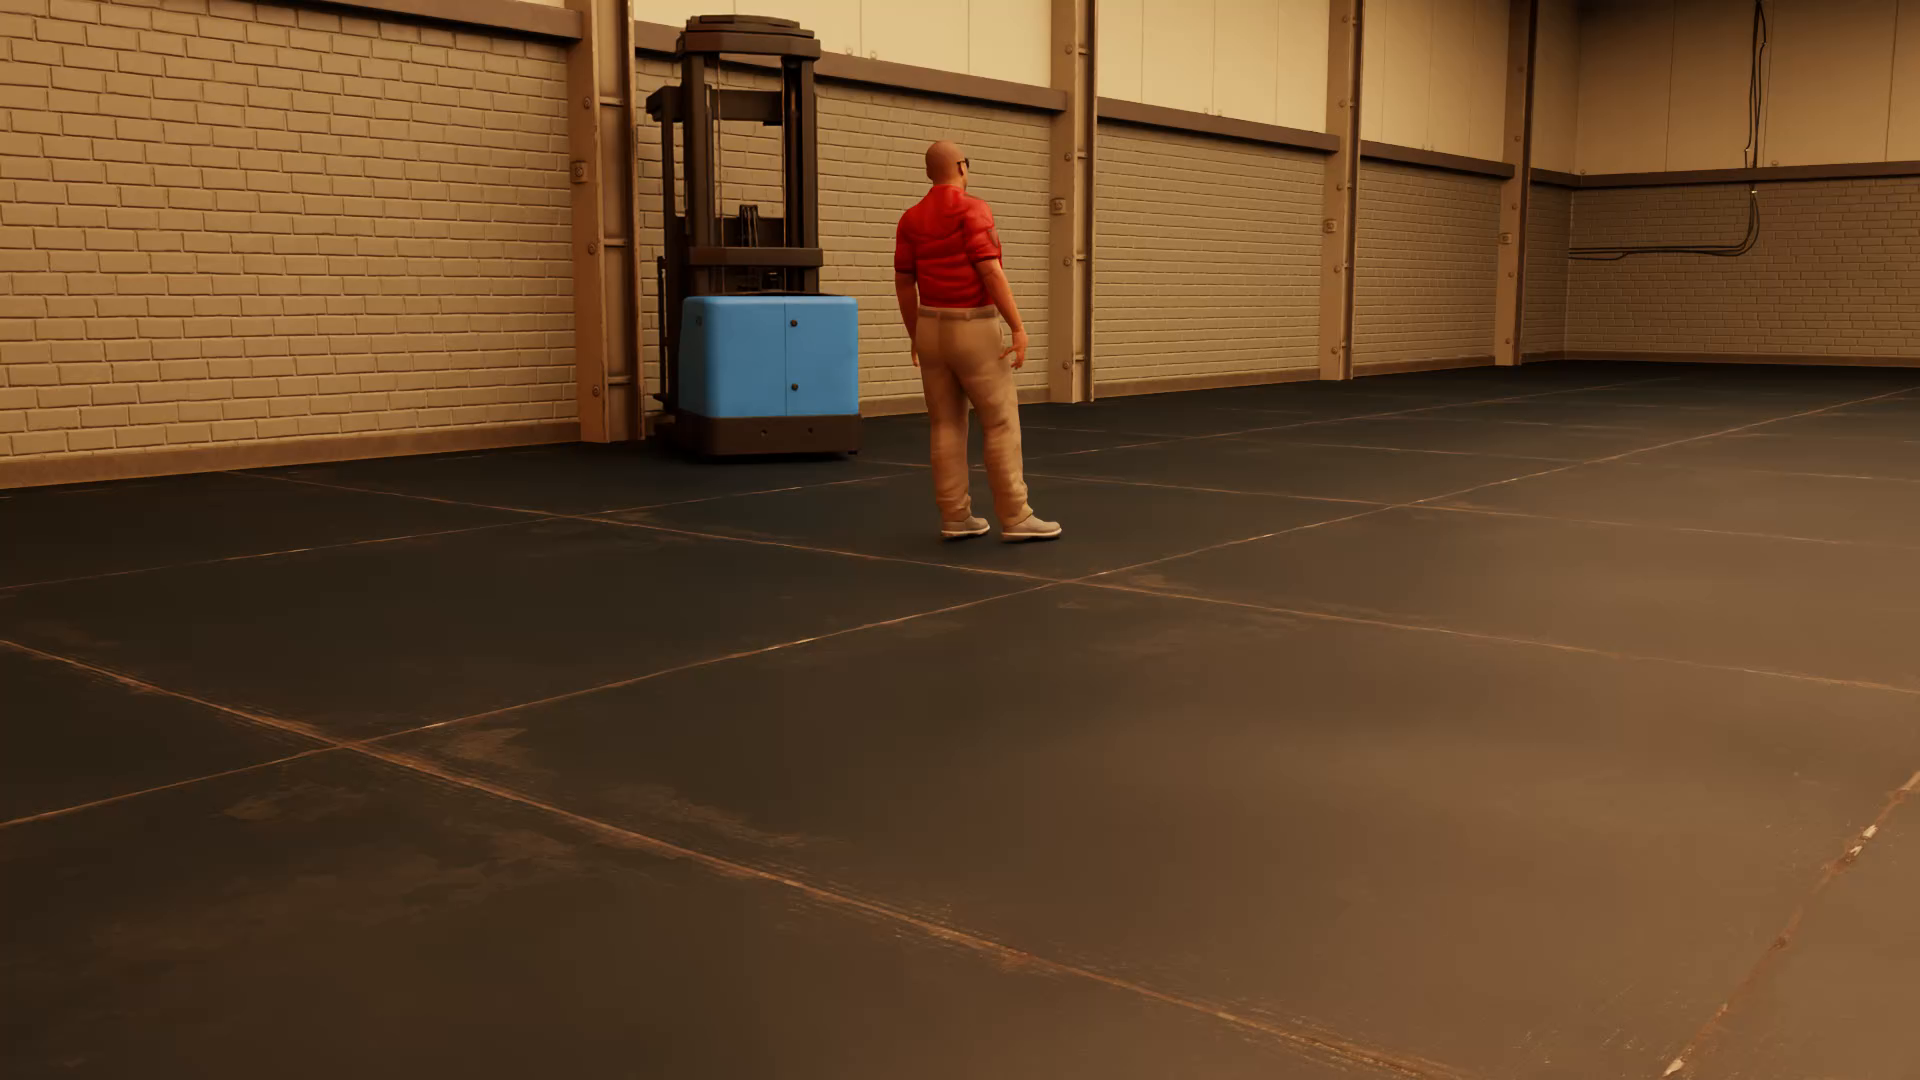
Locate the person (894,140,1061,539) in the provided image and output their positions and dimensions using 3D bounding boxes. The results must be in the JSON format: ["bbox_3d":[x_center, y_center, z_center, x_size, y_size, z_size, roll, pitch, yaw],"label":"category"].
[{"bbox_3d":[0.066,-0.873,7.341,0.641,1.728,0.550,7,11,38],"label":"person"}]

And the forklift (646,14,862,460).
[{"bbox_3d":[-1.617,-2.145,11.939,1.130,2.935,3.031,-3,9,-19],"label":"forklift"}]
